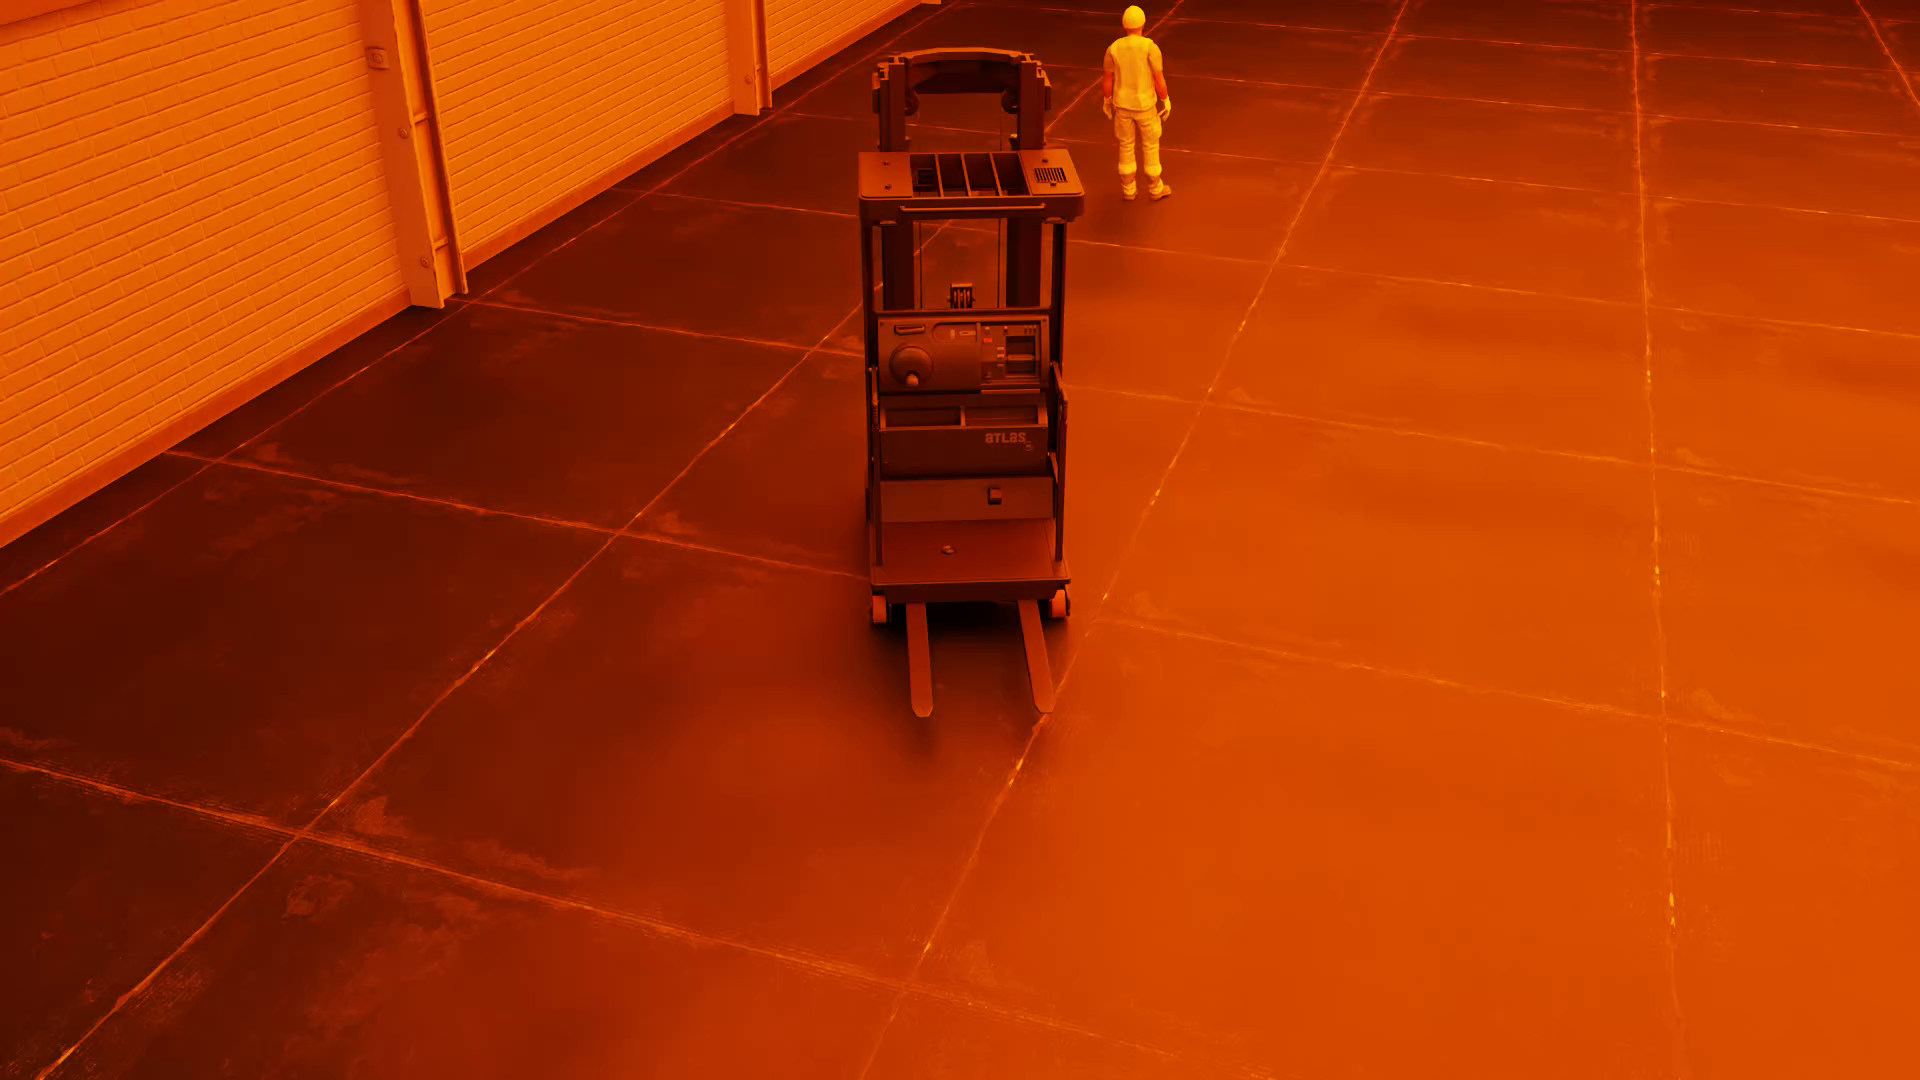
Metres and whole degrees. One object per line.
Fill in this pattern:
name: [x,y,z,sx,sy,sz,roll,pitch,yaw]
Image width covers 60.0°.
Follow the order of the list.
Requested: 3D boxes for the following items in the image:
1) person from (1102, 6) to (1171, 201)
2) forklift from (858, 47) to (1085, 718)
person: [1.648,-4.038,15.360,0.638,1.787,0.564,12,32,20]
forklift: [0.035,-0.972,8.842,1.130,2.935,3.031,-2,30,-3]
